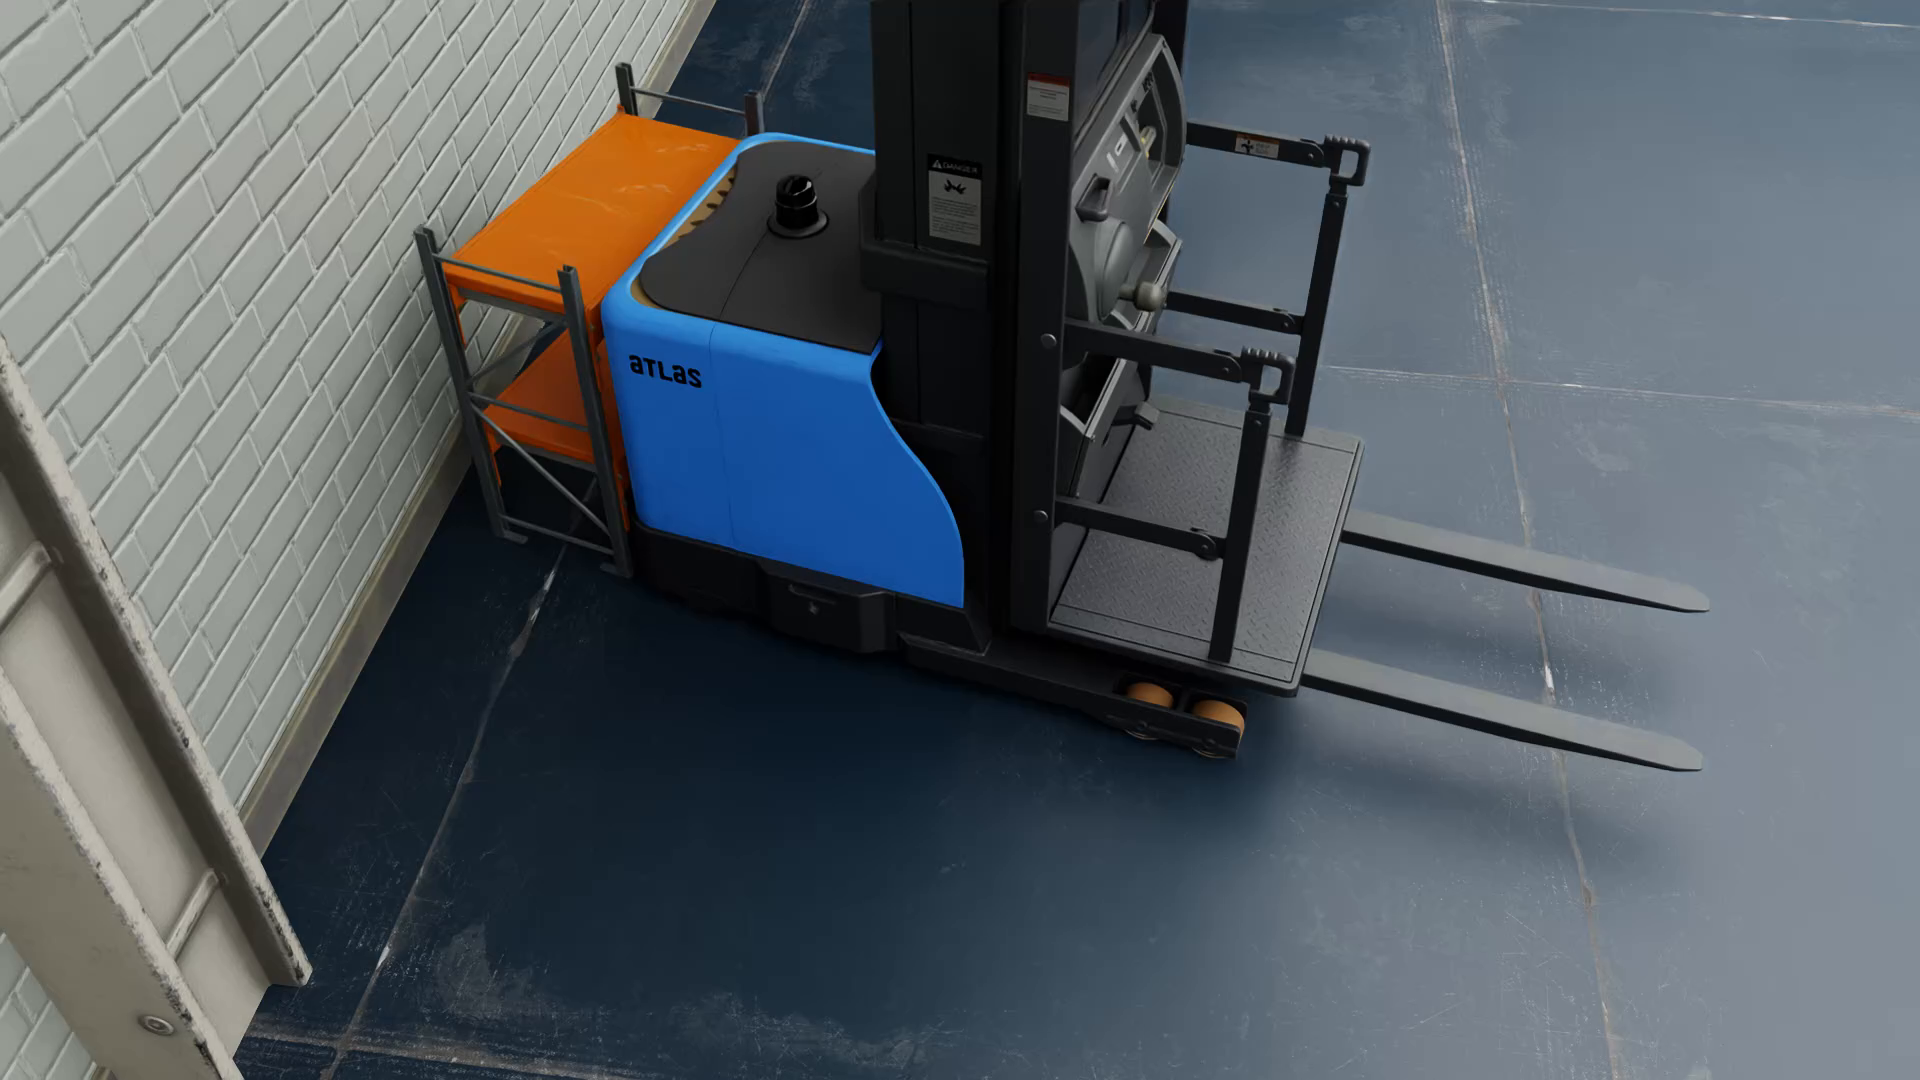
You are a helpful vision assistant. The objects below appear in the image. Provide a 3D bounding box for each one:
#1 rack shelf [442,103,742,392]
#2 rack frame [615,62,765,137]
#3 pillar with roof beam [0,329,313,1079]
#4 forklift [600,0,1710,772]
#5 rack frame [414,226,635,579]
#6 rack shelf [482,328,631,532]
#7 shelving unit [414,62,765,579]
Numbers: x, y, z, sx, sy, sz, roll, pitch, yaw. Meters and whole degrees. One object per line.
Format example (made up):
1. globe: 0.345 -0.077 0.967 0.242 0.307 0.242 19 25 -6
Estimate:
1. rack shelf: -1.040 -0.899 4.956 0.538 0.278 1.000 17 46 17
2. rack frame: -0.839 -1.007 5.496 0.500 1.125 0.032 17 46 17
3. pillar with roof beam: 2.484 -1.695 0.496 9.100 9.000 0.400 5 44 6
4. forklift: 0.606 -0.874 4.042 3.031 2.935 1.130 14 45 14
5. rack frame: -1.242 -0.366 4.818 0.500 1.125 0.032 17 46 17
6. rack shelf: -1.040 -0.509 5.325 0.538 0.278 1.000 17 46 17
7. shelving unit: -1.040 -0.686 5.157 0.538 1.125 1.048 17 46 17
